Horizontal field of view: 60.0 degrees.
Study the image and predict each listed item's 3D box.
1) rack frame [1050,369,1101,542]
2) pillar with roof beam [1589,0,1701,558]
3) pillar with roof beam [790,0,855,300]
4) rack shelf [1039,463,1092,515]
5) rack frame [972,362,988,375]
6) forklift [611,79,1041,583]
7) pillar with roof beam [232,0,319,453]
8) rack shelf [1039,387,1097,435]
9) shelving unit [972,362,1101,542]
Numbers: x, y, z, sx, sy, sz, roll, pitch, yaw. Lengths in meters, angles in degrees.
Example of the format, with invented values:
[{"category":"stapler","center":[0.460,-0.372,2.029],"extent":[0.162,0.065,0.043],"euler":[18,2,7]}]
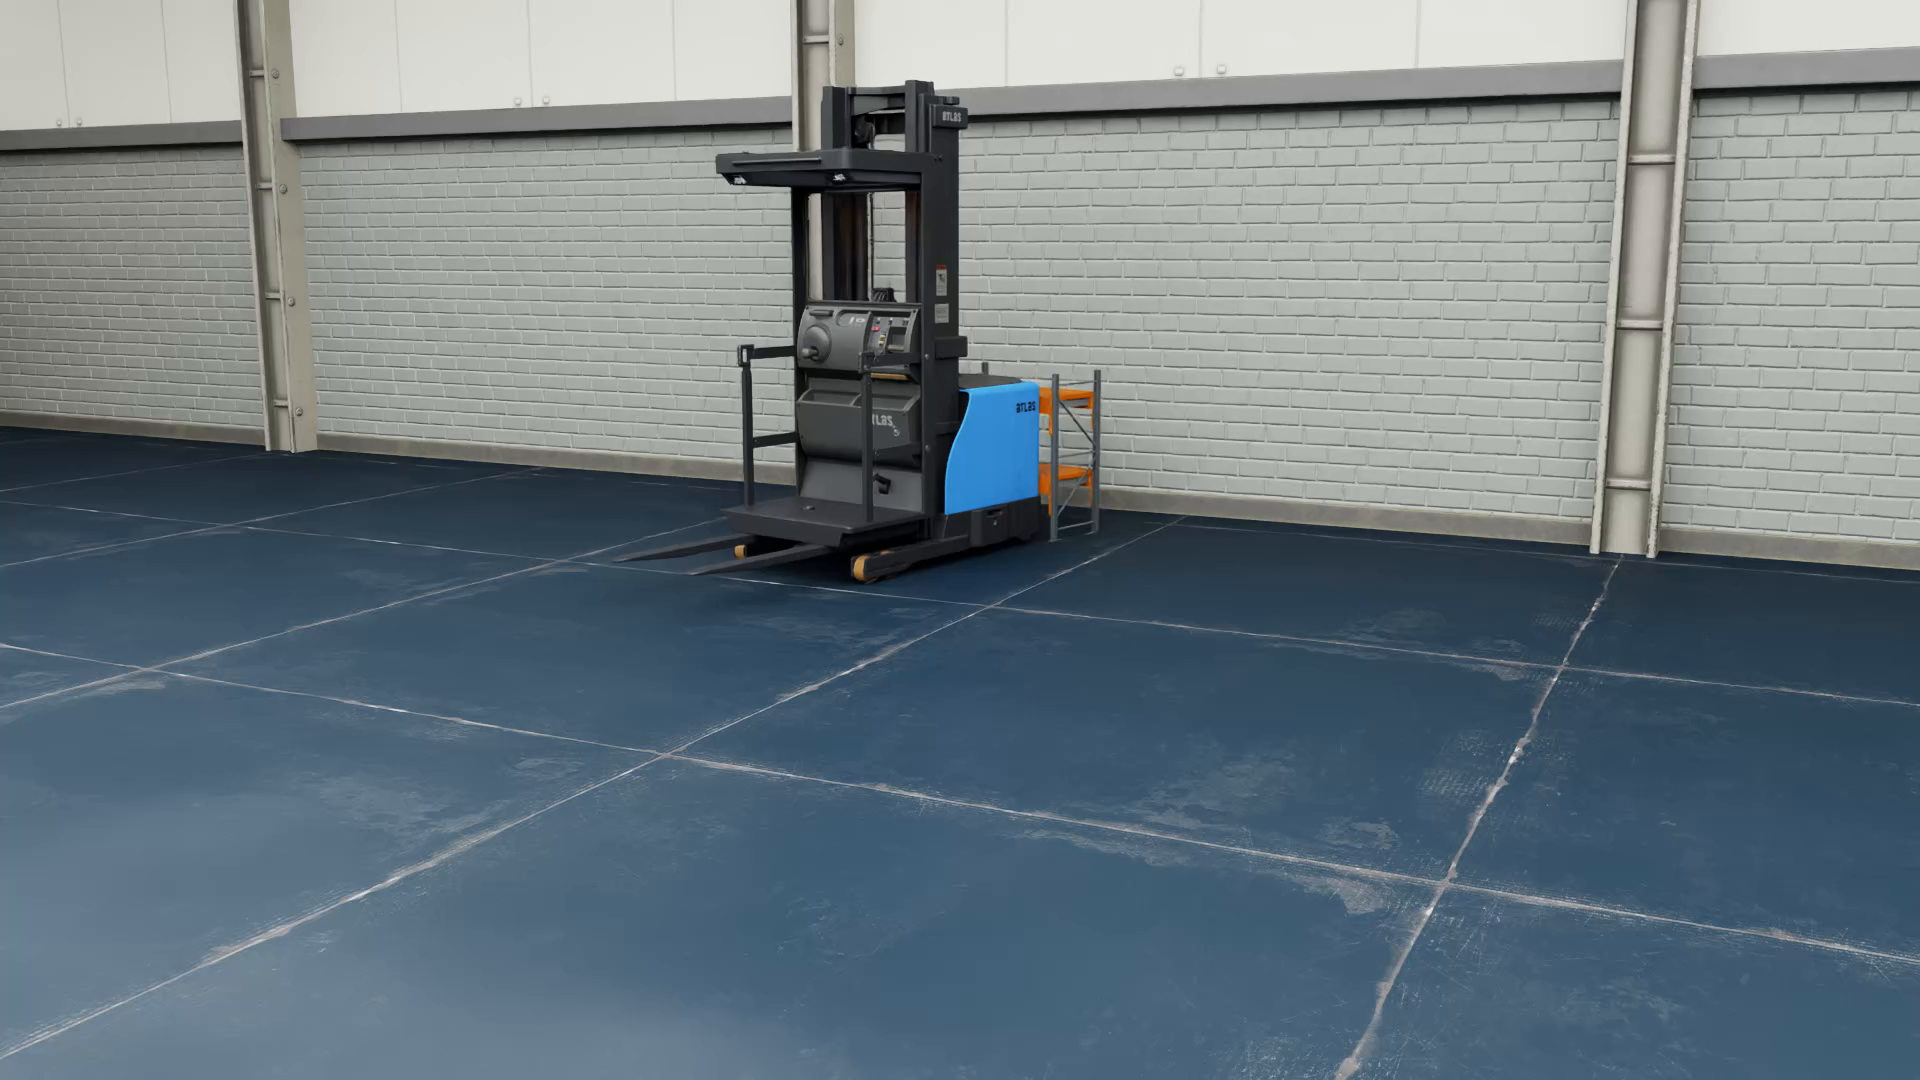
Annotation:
[{"category":"rack frame","center":[0.783,-0.576,11.252],"extent":[0.032,1.125,0.500],"euler":[9,14,41]},{"category":"pillar with roof beam","center":[2.419,-3.667,6.221],"extent":[0.400,9.000,9.100],"euler":[5,11,26]},{"category":"pillar with roof beam","center":[-2.961,-4.139,8.833],"extent":[0.400,9.000,9.100],"euler":[5,11,26]},{"category":"rack shelf","center":[0.406,-0.396,11.630],"extent":[1.000,0.278,0.538],"euler":[9,14,41]},{"category":"rack frame","center":[0.028,-0.697,11.922],"extent":[0.032,1.125,0.500],"euler":[9,14,41]},{"category":"forklift","center":[-0.766,-1.286,10.106],"extent":[1.130,2.935,3.031],"euler":[8,13,38]},{"category":"pillar with roof beam","center":[-8.342,-4.612,11.446],"extent":[0.400,9.000,9.100],"euler":[5,11,26]},{"category":"rack shelf","center":[0.406,-0.924,11.535],"extent":[1.000,0.278,0.538],"euler":[9,14,41]},{"category":"shelving unit","center":[0.406,-0.636,11.587],"extent":[1.048,1.125,0.538],"euler":[9,14,41]}]
